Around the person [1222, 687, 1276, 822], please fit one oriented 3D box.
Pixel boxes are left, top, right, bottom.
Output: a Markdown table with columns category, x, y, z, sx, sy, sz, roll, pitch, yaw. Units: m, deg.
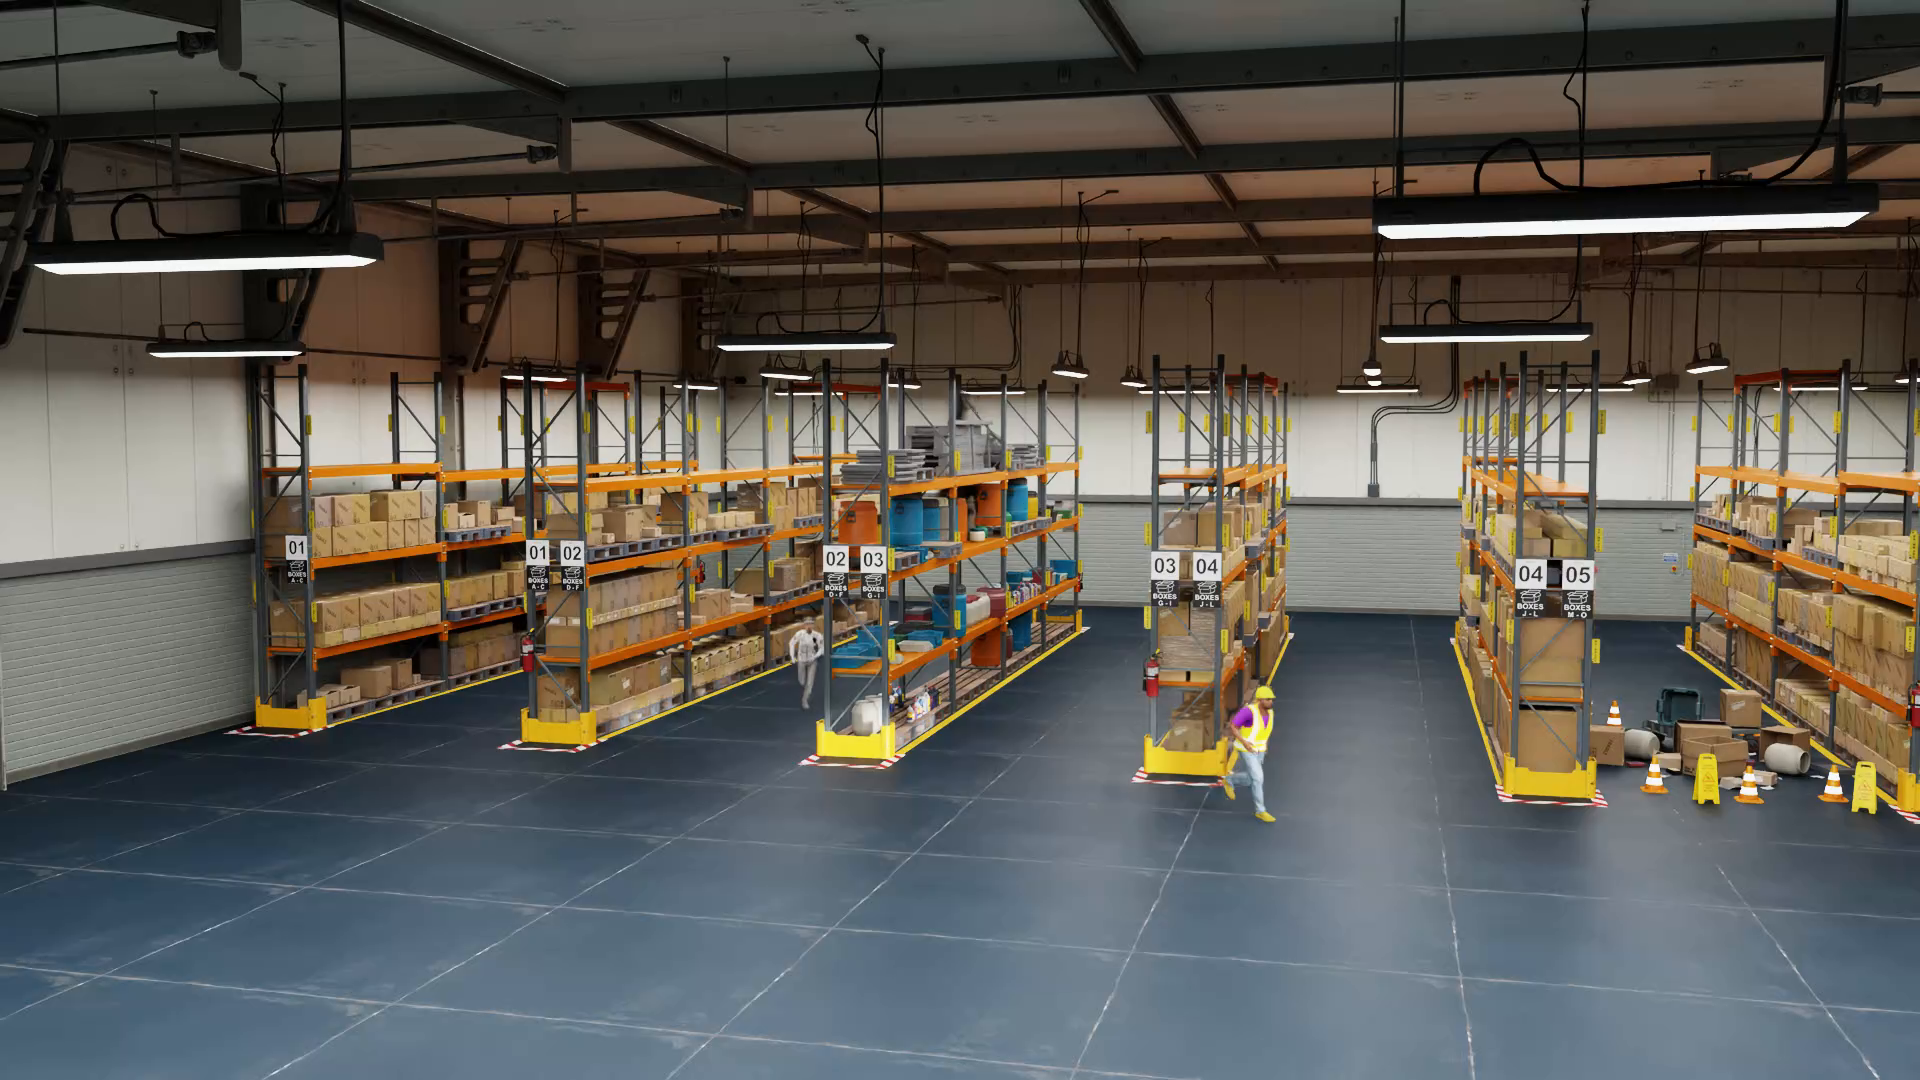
| category | x | y | z | sx | sy | sz | roll | pitch | yaw |
| --- | --- | --- | --- | --- | --- | --- | --- | --- | --- |
| person | 3.672 | 2.692 | 21.311 | 0.686 | 1.710 | 0.931 | -3 | 5 | -33 |

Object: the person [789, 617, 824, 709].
| category | x | y | z | sx | sy | sz | roll | pitch | yaw |
| --- | --- | --- | --- | --- | --- | --- | --- | --- | --- |
| person | -2.712 | 2.165 | 29.537 | 0.652 | 1.651 | 0.649 | 0 | 4 | 0 |
